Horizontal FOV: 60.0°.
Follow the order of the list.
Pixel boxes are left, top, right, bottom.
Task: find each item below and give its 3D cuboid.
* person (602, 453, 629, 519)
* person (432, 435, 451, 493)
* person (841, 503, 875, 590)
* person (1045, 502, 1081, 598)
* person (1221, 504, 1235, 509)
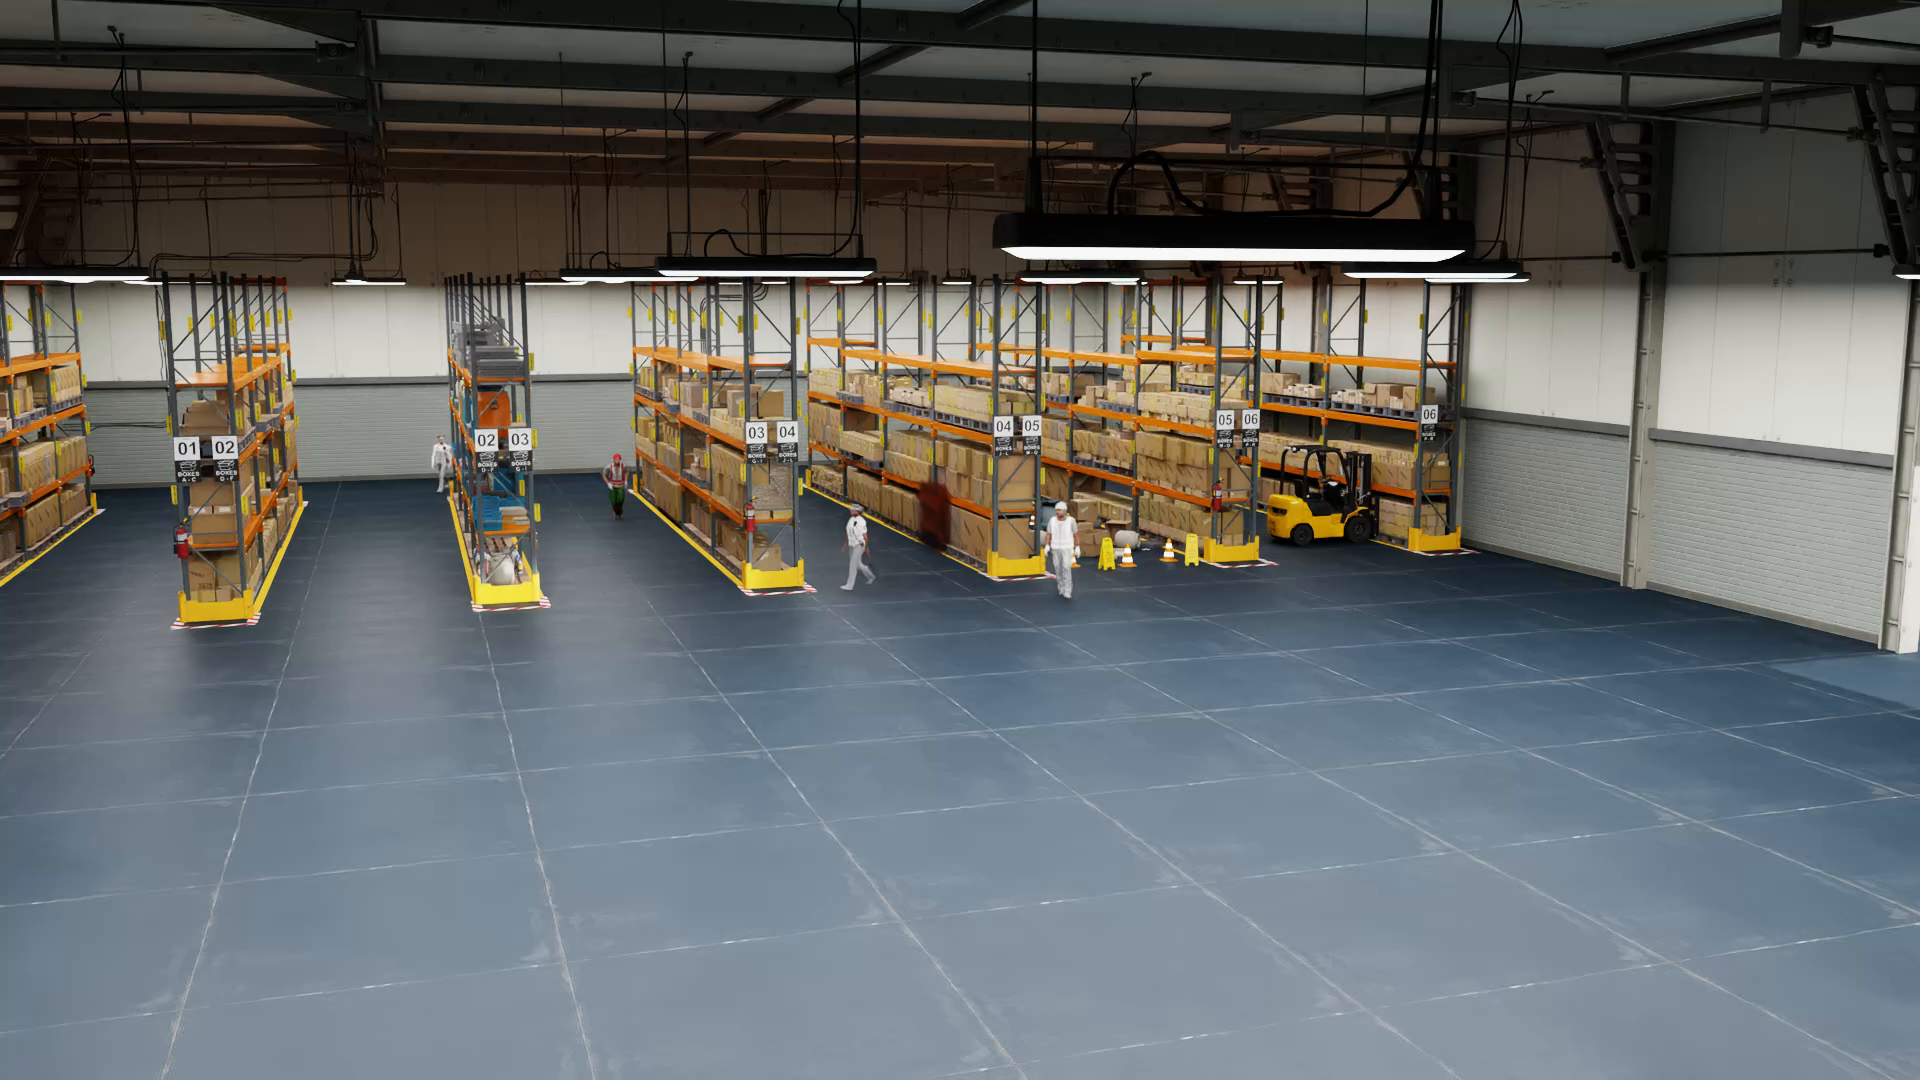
[{"bbox_3d":[-8.569,-1.341,41.437,0.652,1.675,0.677,-1,9,-9],"label":"person"},{"bbox_3d":[-14.645,-2.183,47.018,0.455,1.611,1.059,2,9,11],"label":"person"},{"bbox_3d":[-1.968,0.107,31.891,0.900,1.650,0.488,-6,10,-33],"label":"person"},{"bbox_3d":[1.871,0.187,30.929,0.624,1.772,0.821,3,9,20],"label":"person"},{"bbox_3d":[6.457,-1.076,39.570,0.658,1.715,0.694,-7,11,-38],"label":"person"}]
